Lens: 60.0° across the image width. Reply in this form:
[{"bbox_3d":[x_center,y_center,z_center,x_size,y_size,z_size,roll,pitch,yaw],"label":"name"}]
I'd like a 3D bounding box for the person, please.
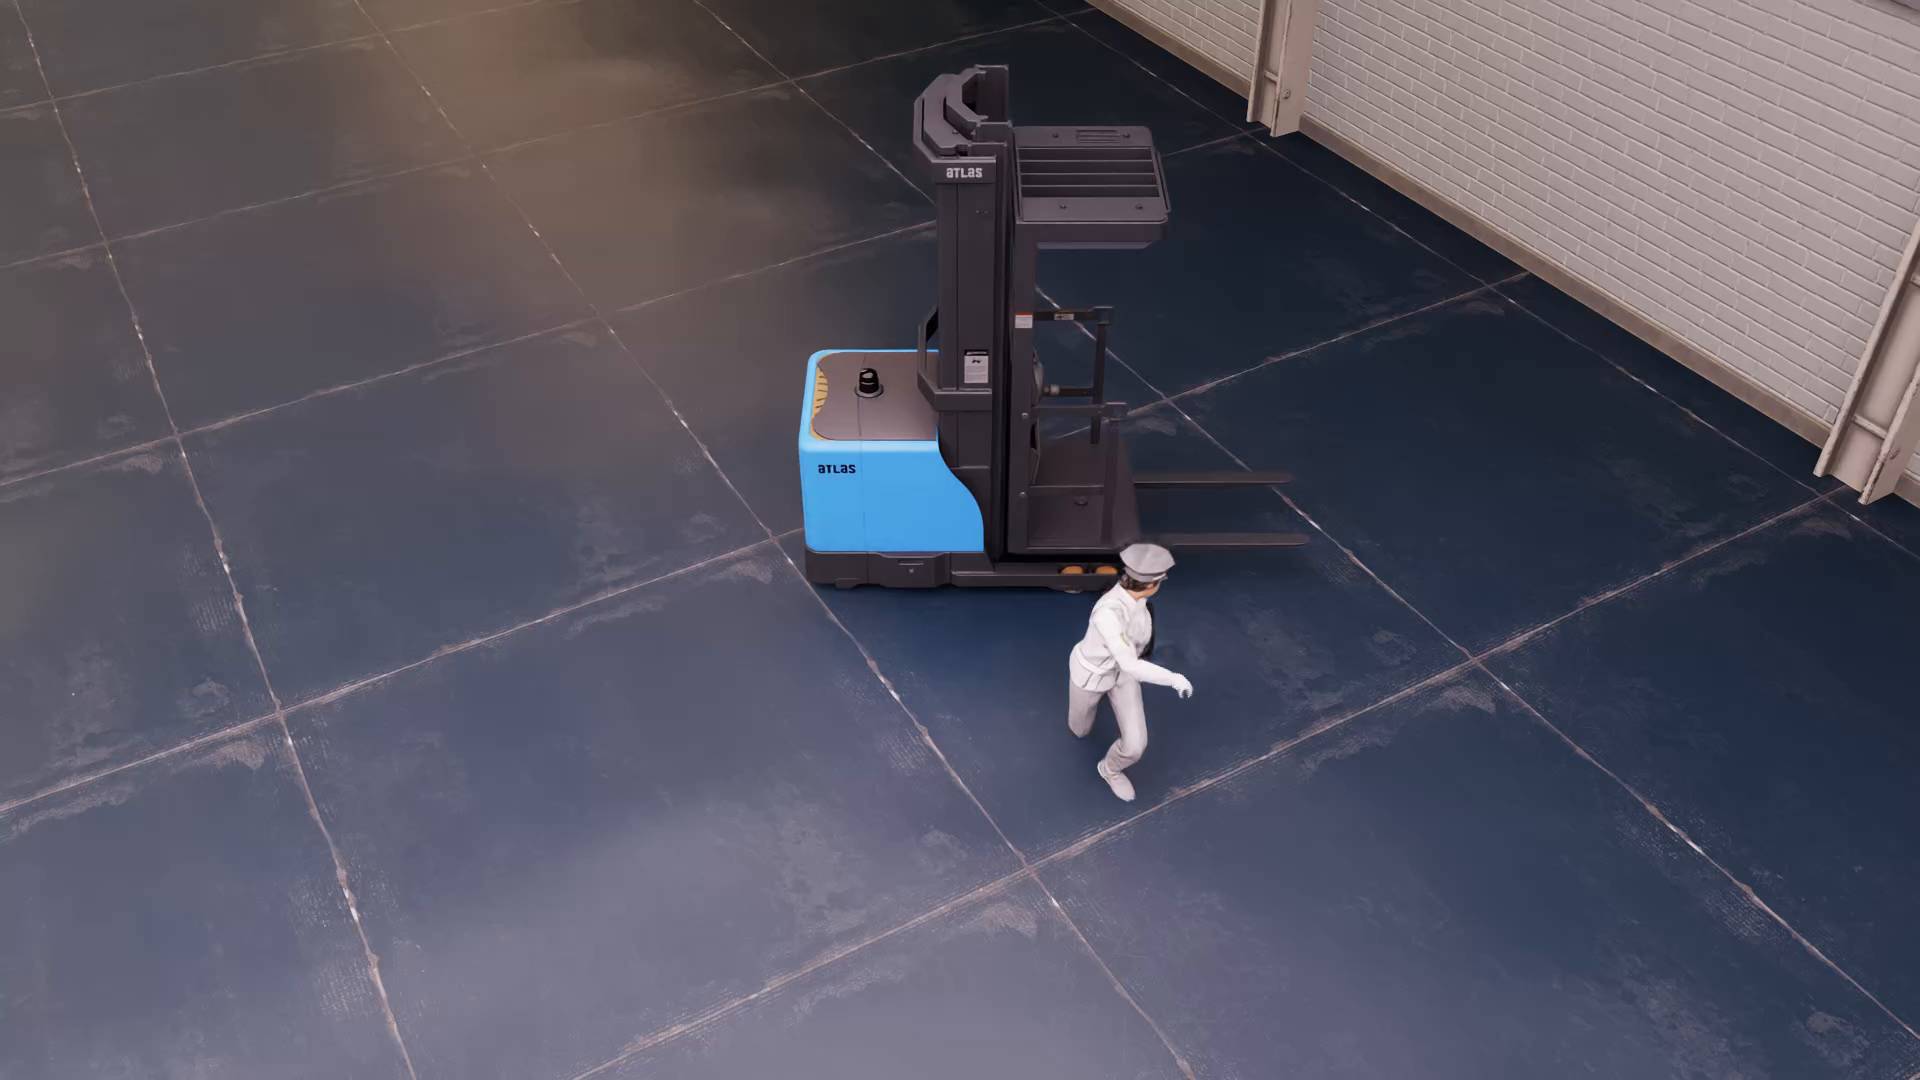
[{"bbox_3d":[0.824,0.601,8.530,0.580,1.447,0.861,-15,42,-17],"label":"person"}]

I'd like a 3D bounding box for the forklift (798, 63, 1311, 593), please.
[{"bbox_3d":[0.589,-1.150,9.423,3.031,2.935,1.130,0,40,0],"label":"forklift"}]
